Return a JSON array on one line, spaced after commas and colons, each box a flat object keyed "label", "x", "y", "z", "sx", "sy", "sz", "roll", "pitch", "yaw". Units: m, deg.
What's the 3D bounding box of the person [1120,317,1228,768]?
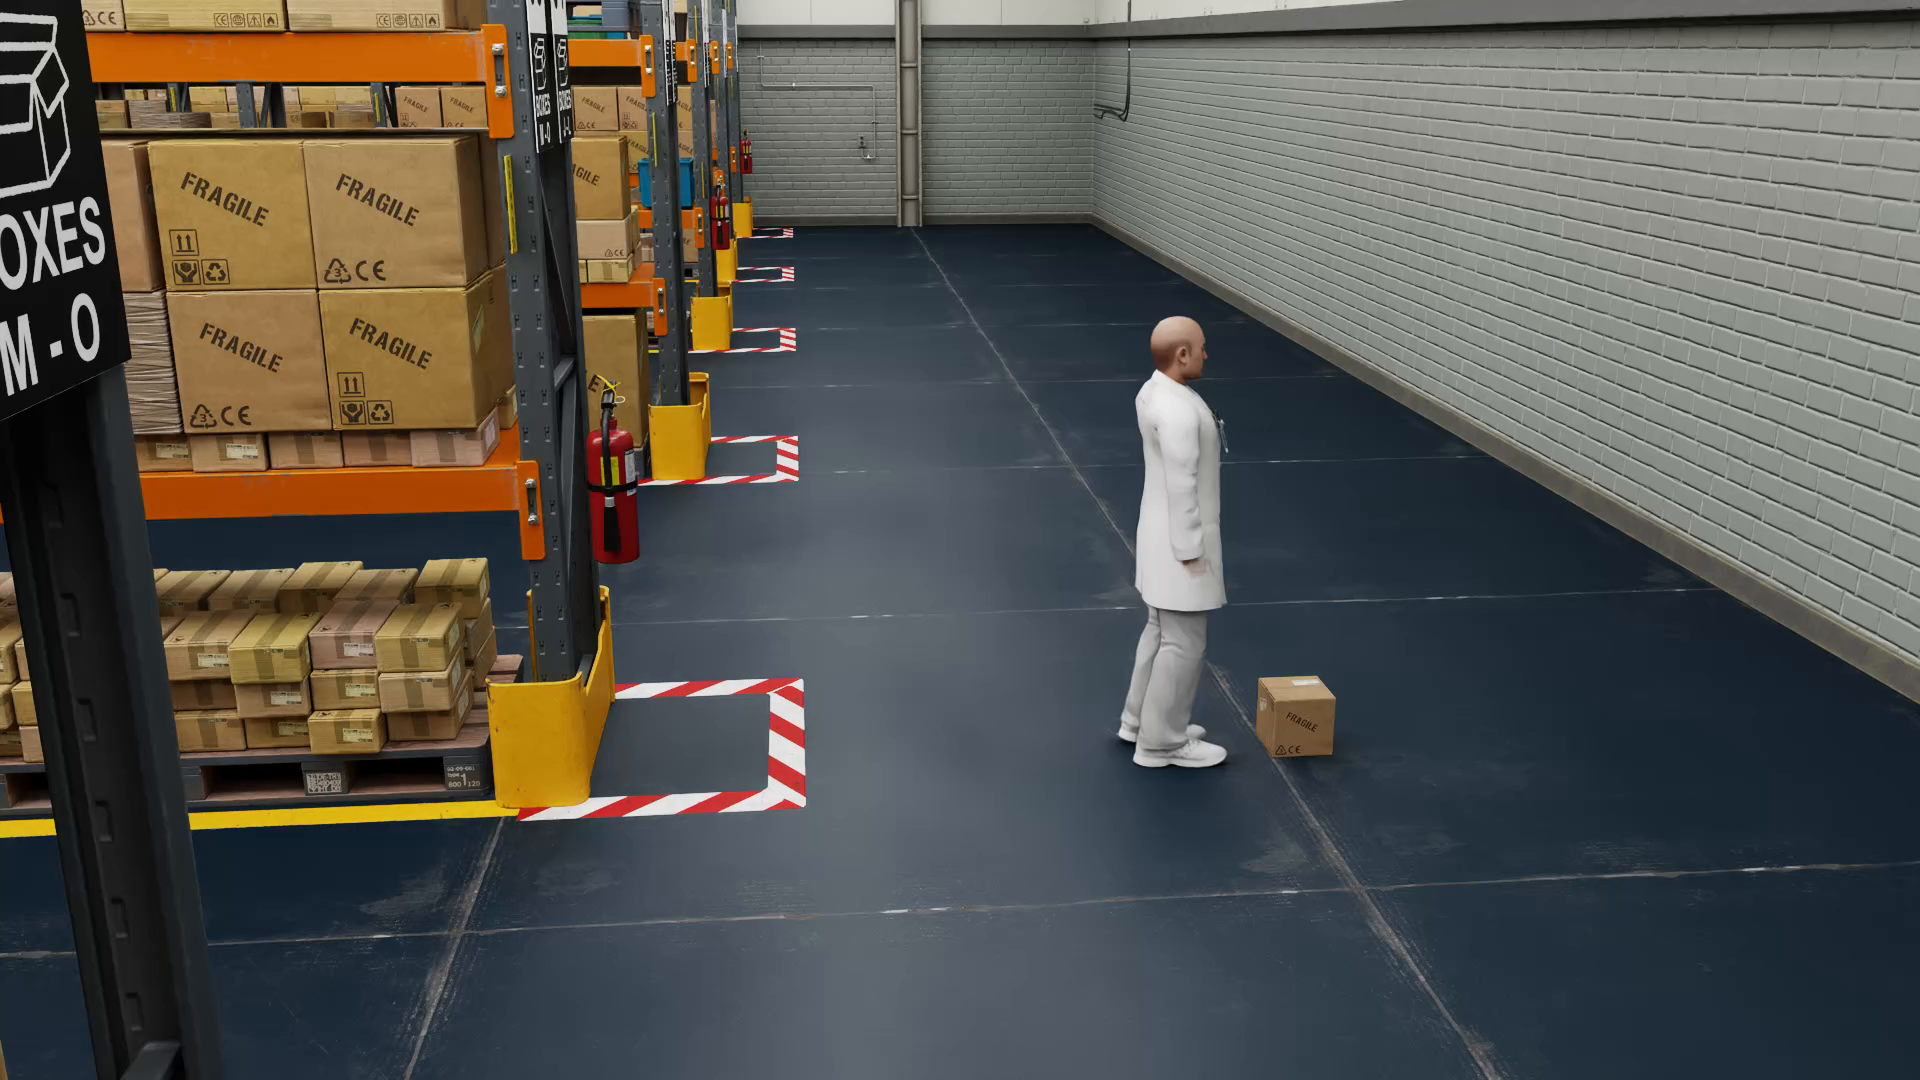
[{"label": "person", "x": 0.862, "y": 0.008, "z": 6.562, "sx": 0.387, "sy": 1.783, "sz": 0.562, "roll": -1, "pitch": 17, "yaw": -4}]
